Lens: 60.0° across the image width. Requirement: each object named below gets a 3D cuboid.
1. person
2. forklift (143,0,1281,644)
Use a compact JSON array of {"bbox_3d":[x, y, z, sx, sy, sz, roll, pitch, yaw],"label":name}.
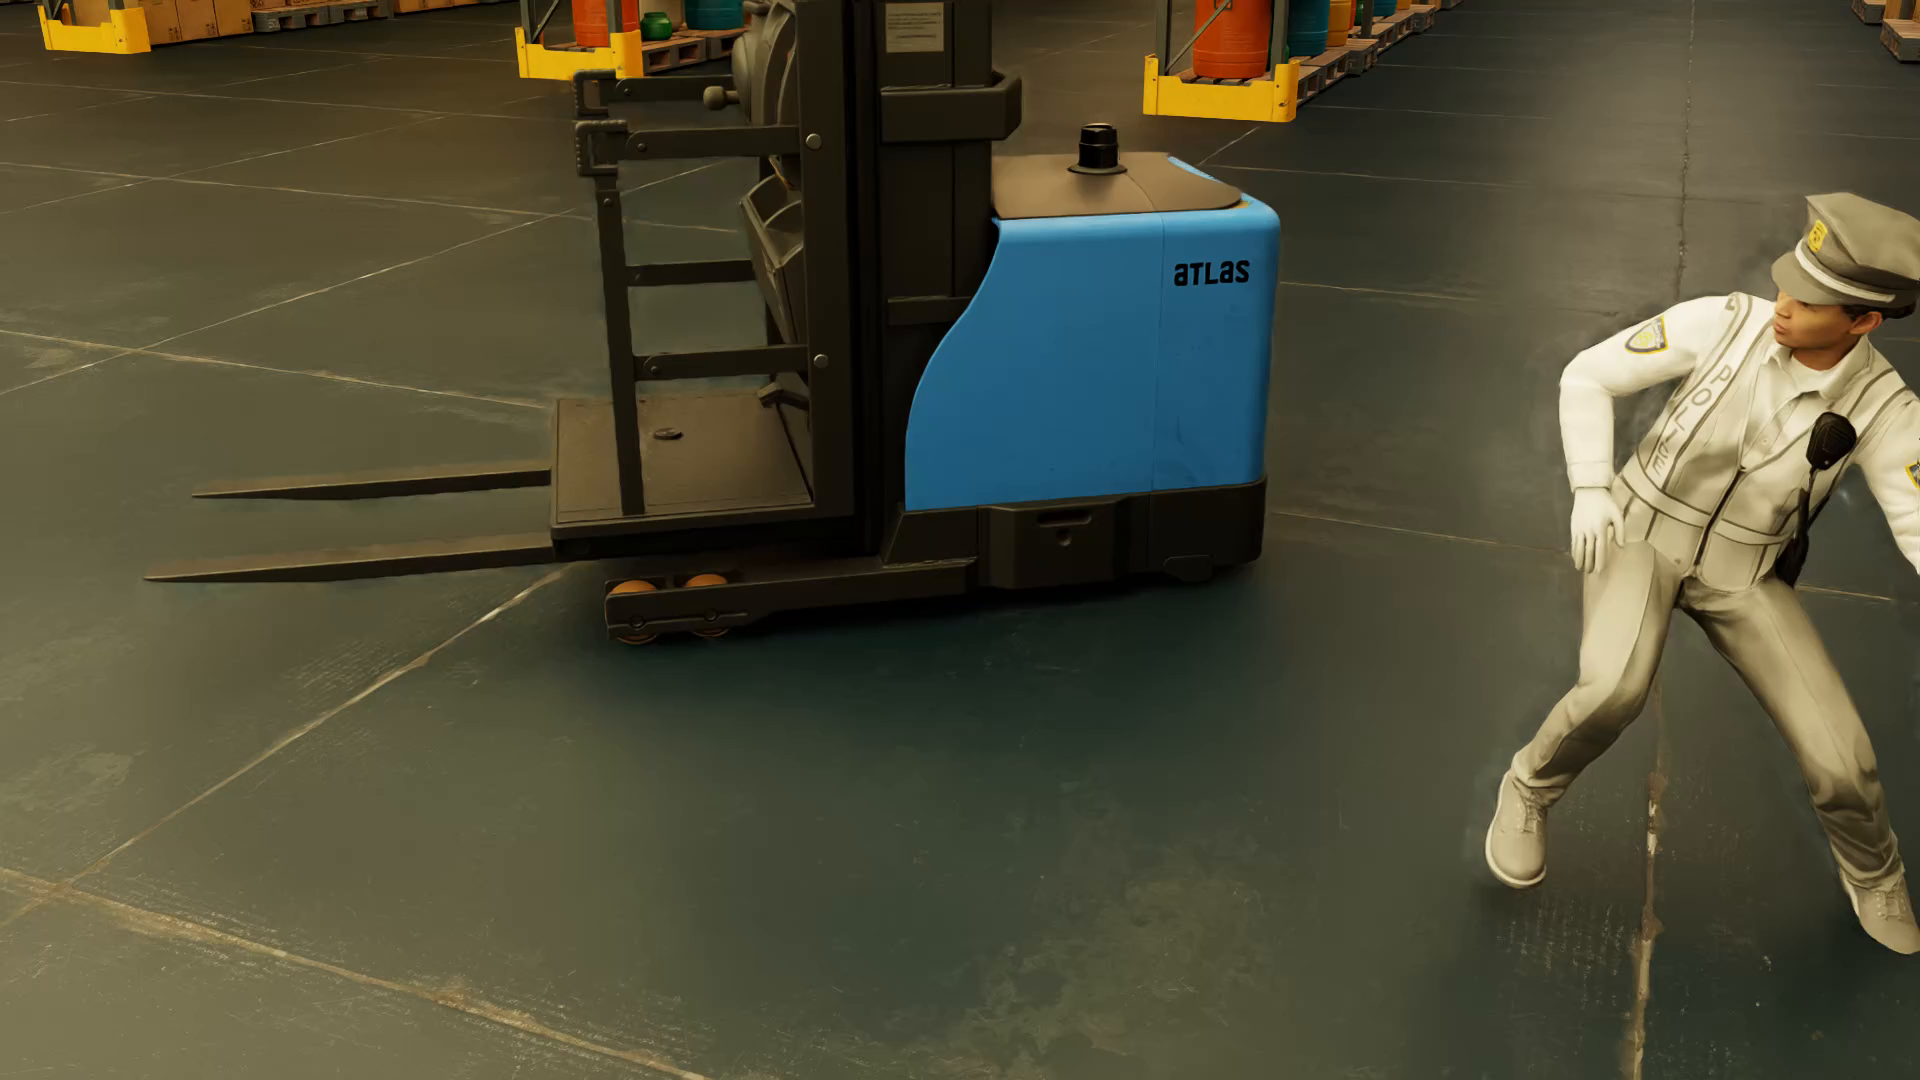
[{"bbox_3d":[1.482,0.094,3.088,0.839,1.468,0.654,7,24,15],"label":"person"},{"bbox_3d":[-0.696,-1.297,4.396,3.031,2.935,1.130,-5,23,-11],"label":"forklift"}]
